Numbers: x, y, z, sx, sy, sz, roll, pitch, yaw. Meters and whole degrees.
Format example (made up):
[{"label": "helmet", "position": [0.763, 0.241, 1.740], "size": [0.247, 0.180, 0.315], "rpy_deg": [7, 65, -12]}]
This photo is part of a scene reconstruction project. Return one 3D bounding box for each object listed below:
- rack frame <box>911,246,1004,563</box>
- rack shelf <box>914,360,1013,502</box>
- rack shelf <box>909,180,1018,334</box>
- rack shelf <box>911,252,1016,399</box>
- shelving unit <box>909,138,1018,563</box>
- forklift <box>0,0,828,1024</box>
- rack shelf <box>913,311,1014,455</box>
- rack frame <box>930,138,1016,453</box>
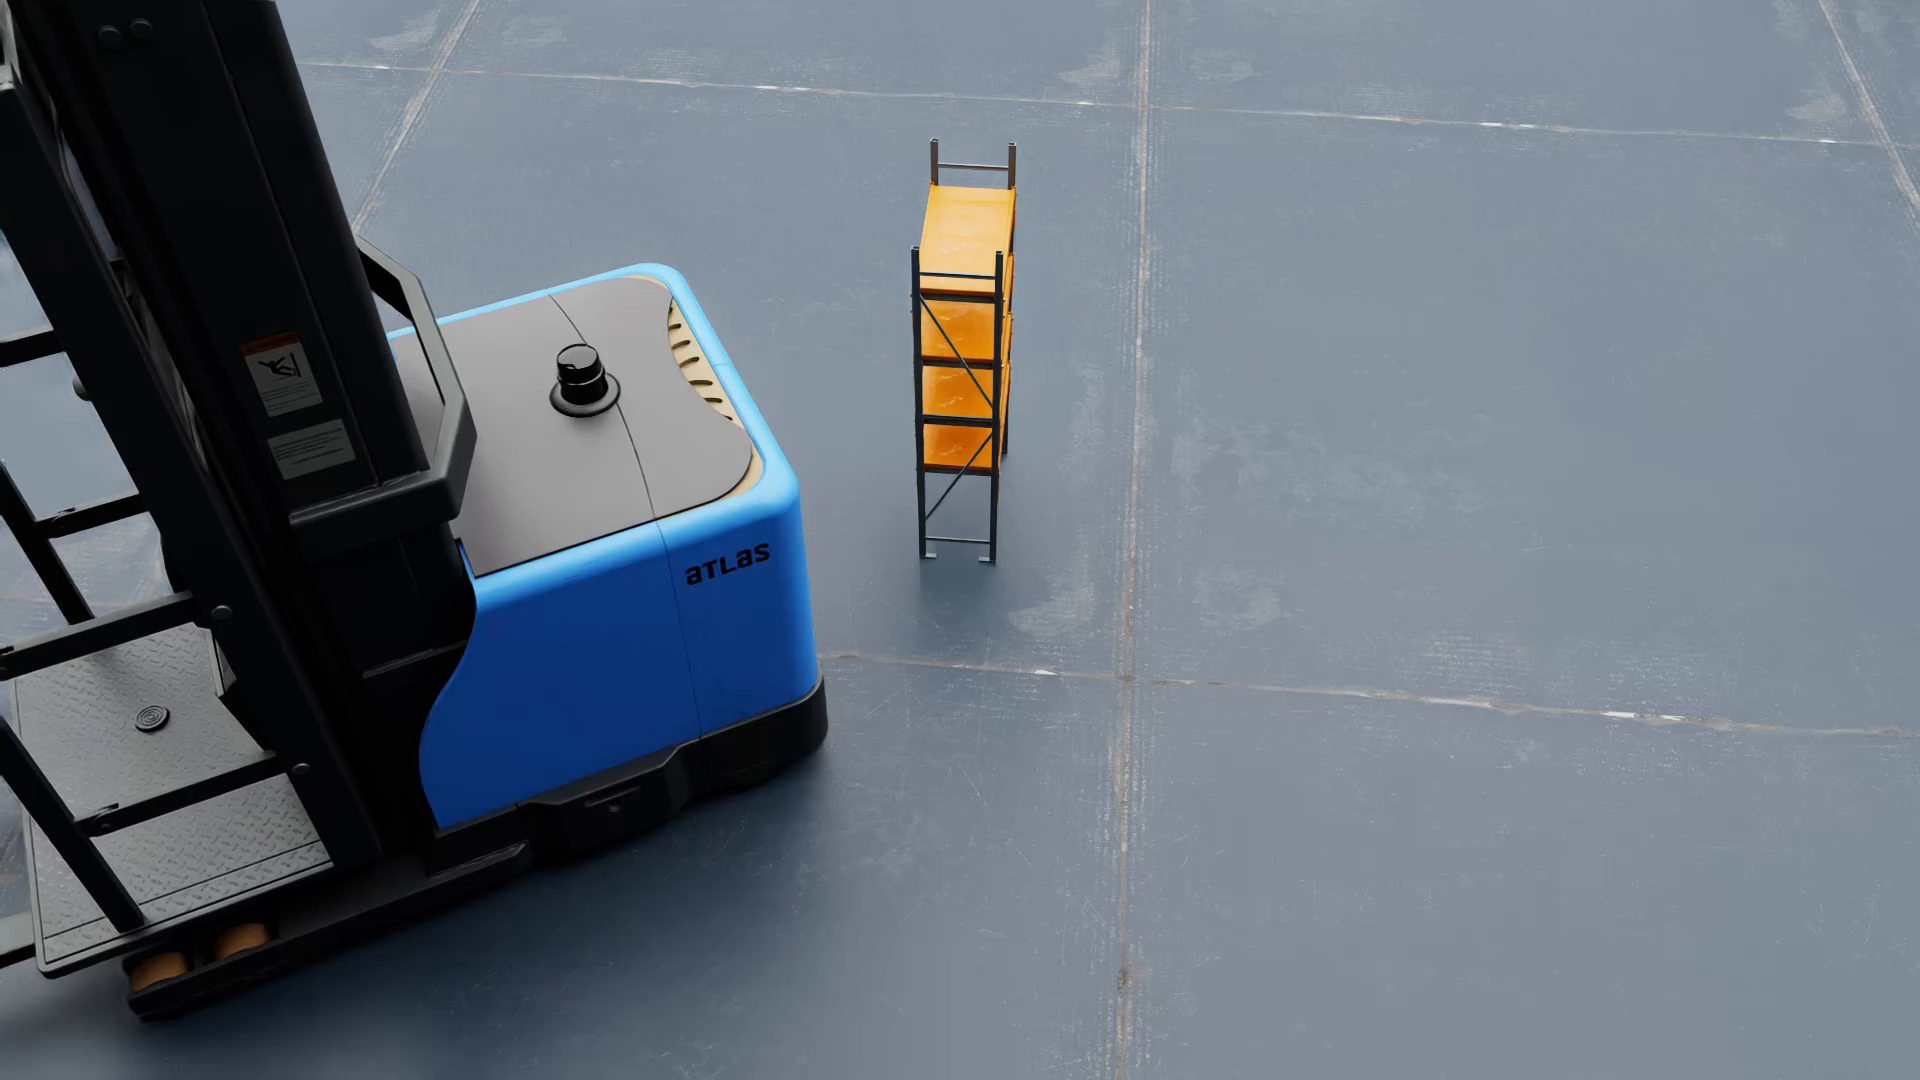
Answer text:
[{"label": "rack frame", "position": [-0.007, -0.347, 4.755], "size": [0.240, 1.200, 0.015], "rpy_deg": [4, 48, 4]}, {"label": "rack shelf", "position": [0.015, -0.347, 5.115], "size": [0.258, 0.148, 0.480], "rpy_deg": [4, 48, 4]}, {"label": "rack shelf", "position": [0.015, -0.792, 4.629], "size": [0.258, 0.148, 0.480], "rpy_deg": [4, 48, 4]}, {"label": "rack shelf", "position": [0.015, -0.632, 4.803], "size": [0.258, 0.148, 0.480], "rpy_deg": [4, 48, 4]}, {"label": "shelving unit", "position": [0.015, -0.527, 4.919], "size": [0.258, 1.200, 0.503], "rpy_deg": [4, 48, 4]}, {"label": "forklift", "position": [-1.930, -0.253, 3.495], "size": [3.031, 2.935, 1.130], "rpy_deg": [-19, 50, -17]}, {"label": "rack shelf", "position": [0.015, -0.481, 4.968], "size": [0.258, 0.148, 0.480], "rpy_deg": [4, 48, 4]}, {"label": "rack frame", "position": [0.037, -0.706, 5.083], "size": [0.240, 1.200, 0.015], "rpy_deg": [4, 48, 4]}]
